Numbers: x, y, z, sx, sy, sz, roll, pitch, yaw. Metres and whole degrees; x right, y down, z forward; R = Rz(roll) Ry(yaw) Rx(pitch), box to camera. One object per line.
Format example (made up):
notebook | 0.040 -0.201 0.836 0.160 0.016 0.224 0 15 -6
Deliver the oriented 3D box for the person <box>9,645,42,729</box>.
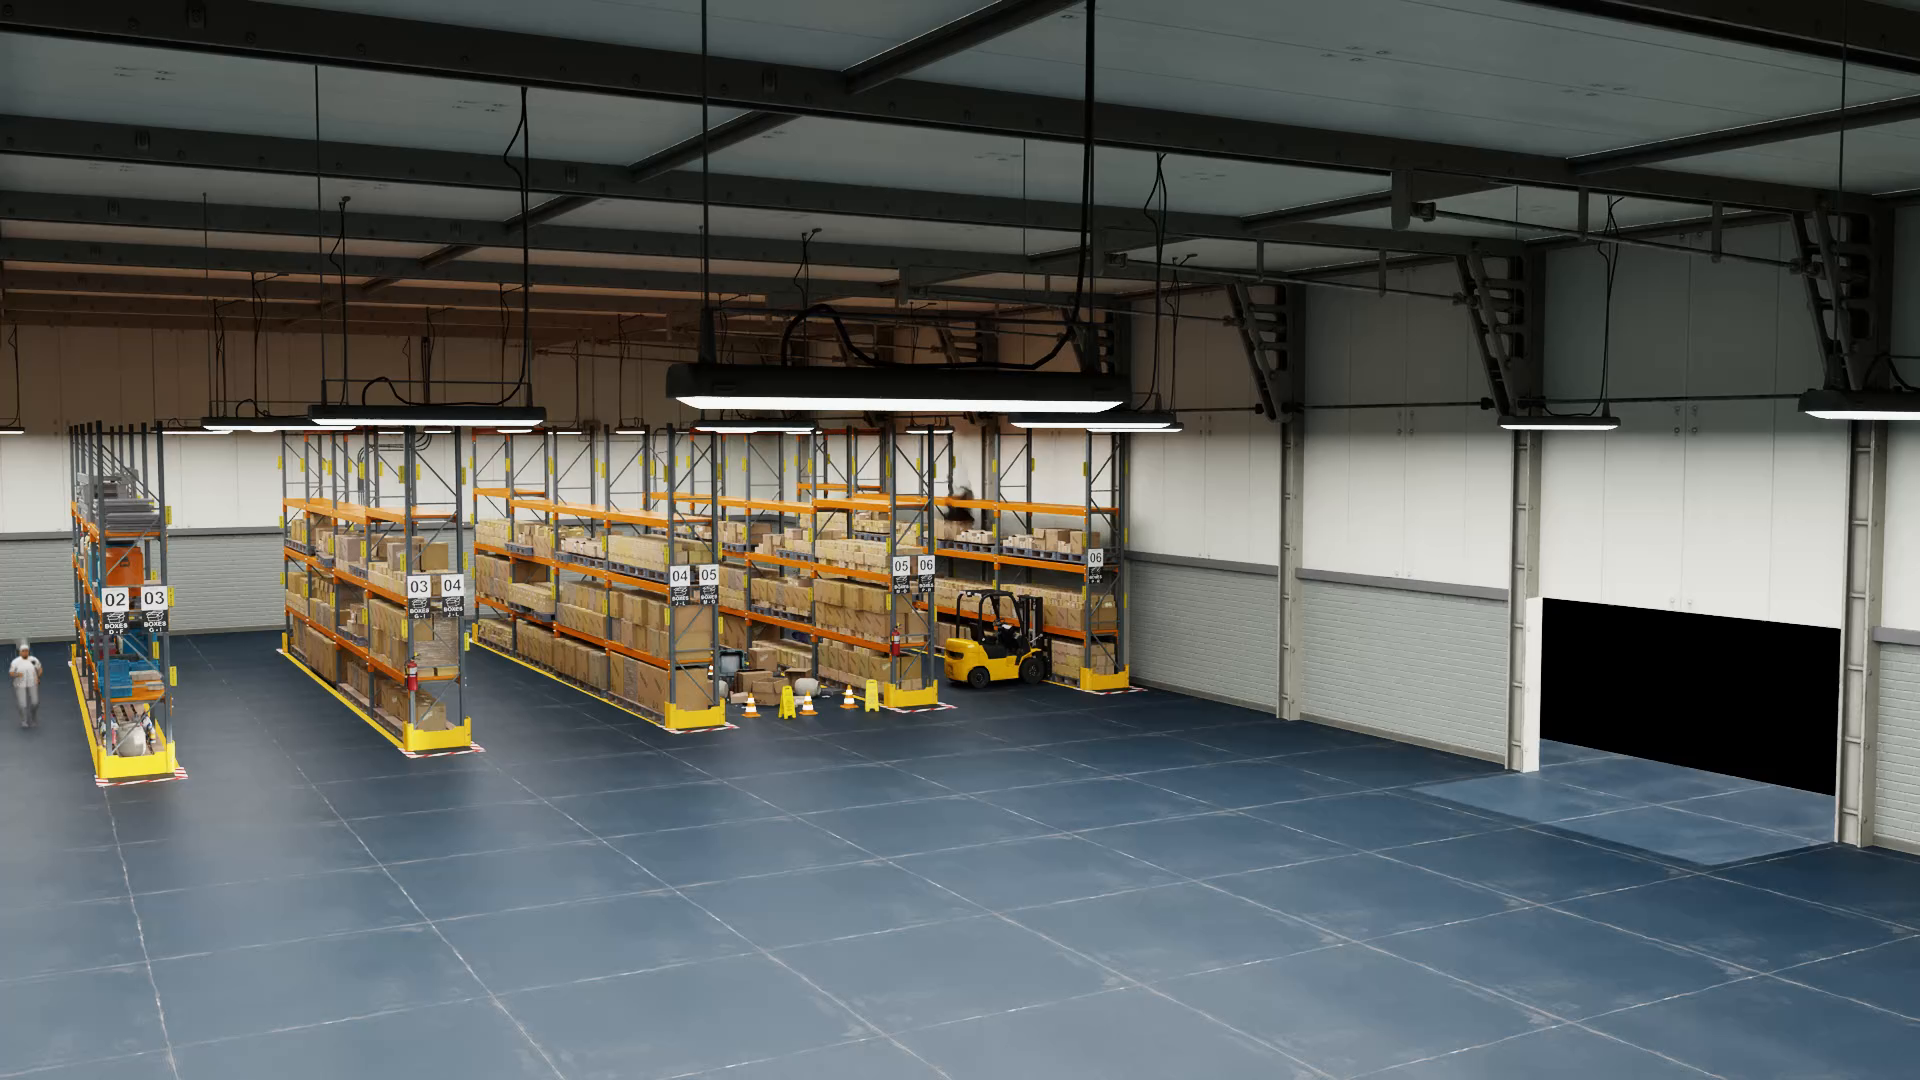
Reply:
person | -18.287 2.894 32.600 0.589 1.655 0.621 -3 4 -36

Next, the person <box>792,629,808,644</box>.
person | -4.285 2.177 44.468 0.626 1.631 0.637 -2 4 -27
